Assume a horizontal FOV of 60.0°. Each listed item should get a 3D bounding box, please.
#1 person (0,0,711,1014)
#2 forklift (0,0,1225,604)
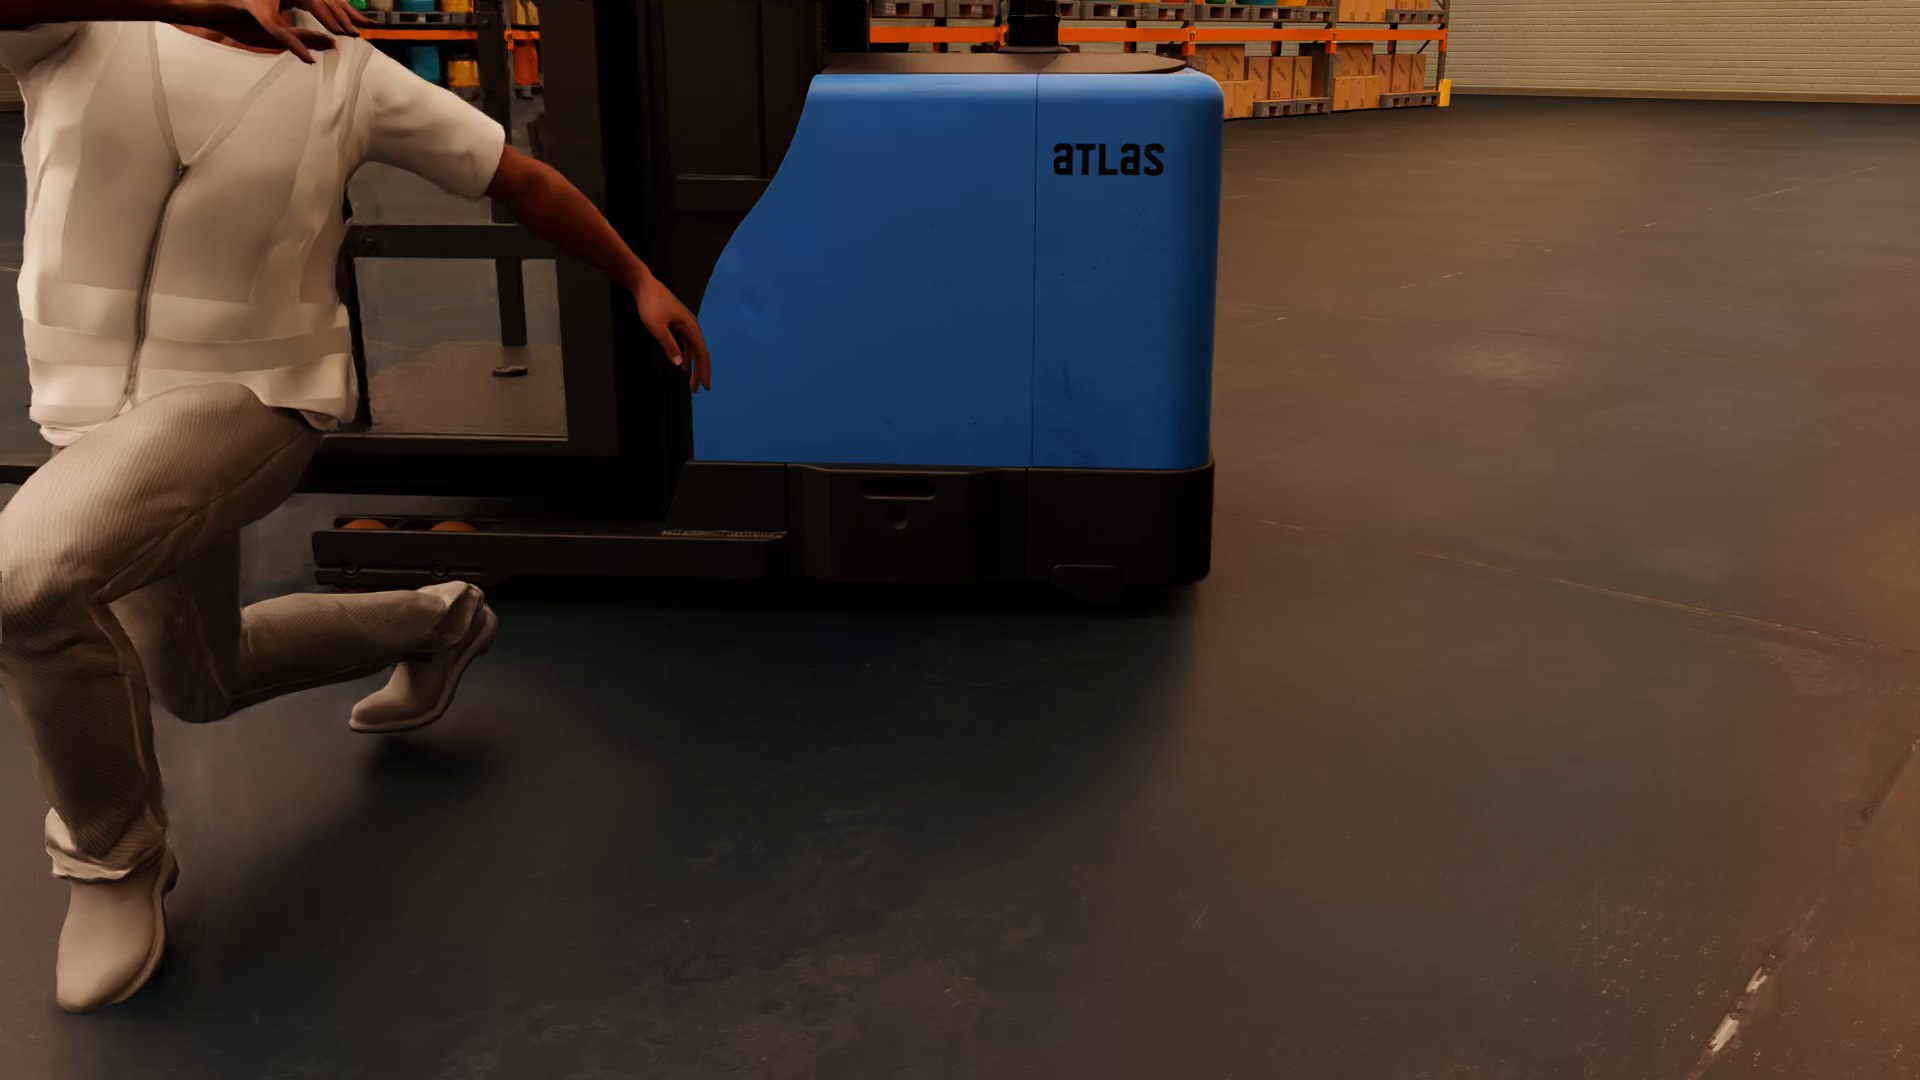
[{"bbox_3d":[-0.849,-0.250,2.262,0.839,1.503,0.973,2,17,7],"label":"person"},{"bbox_3d":[-0.954,-1.425,3.591,3.031,2.935,1.130,1,17,4],"label":"forklift"}]
